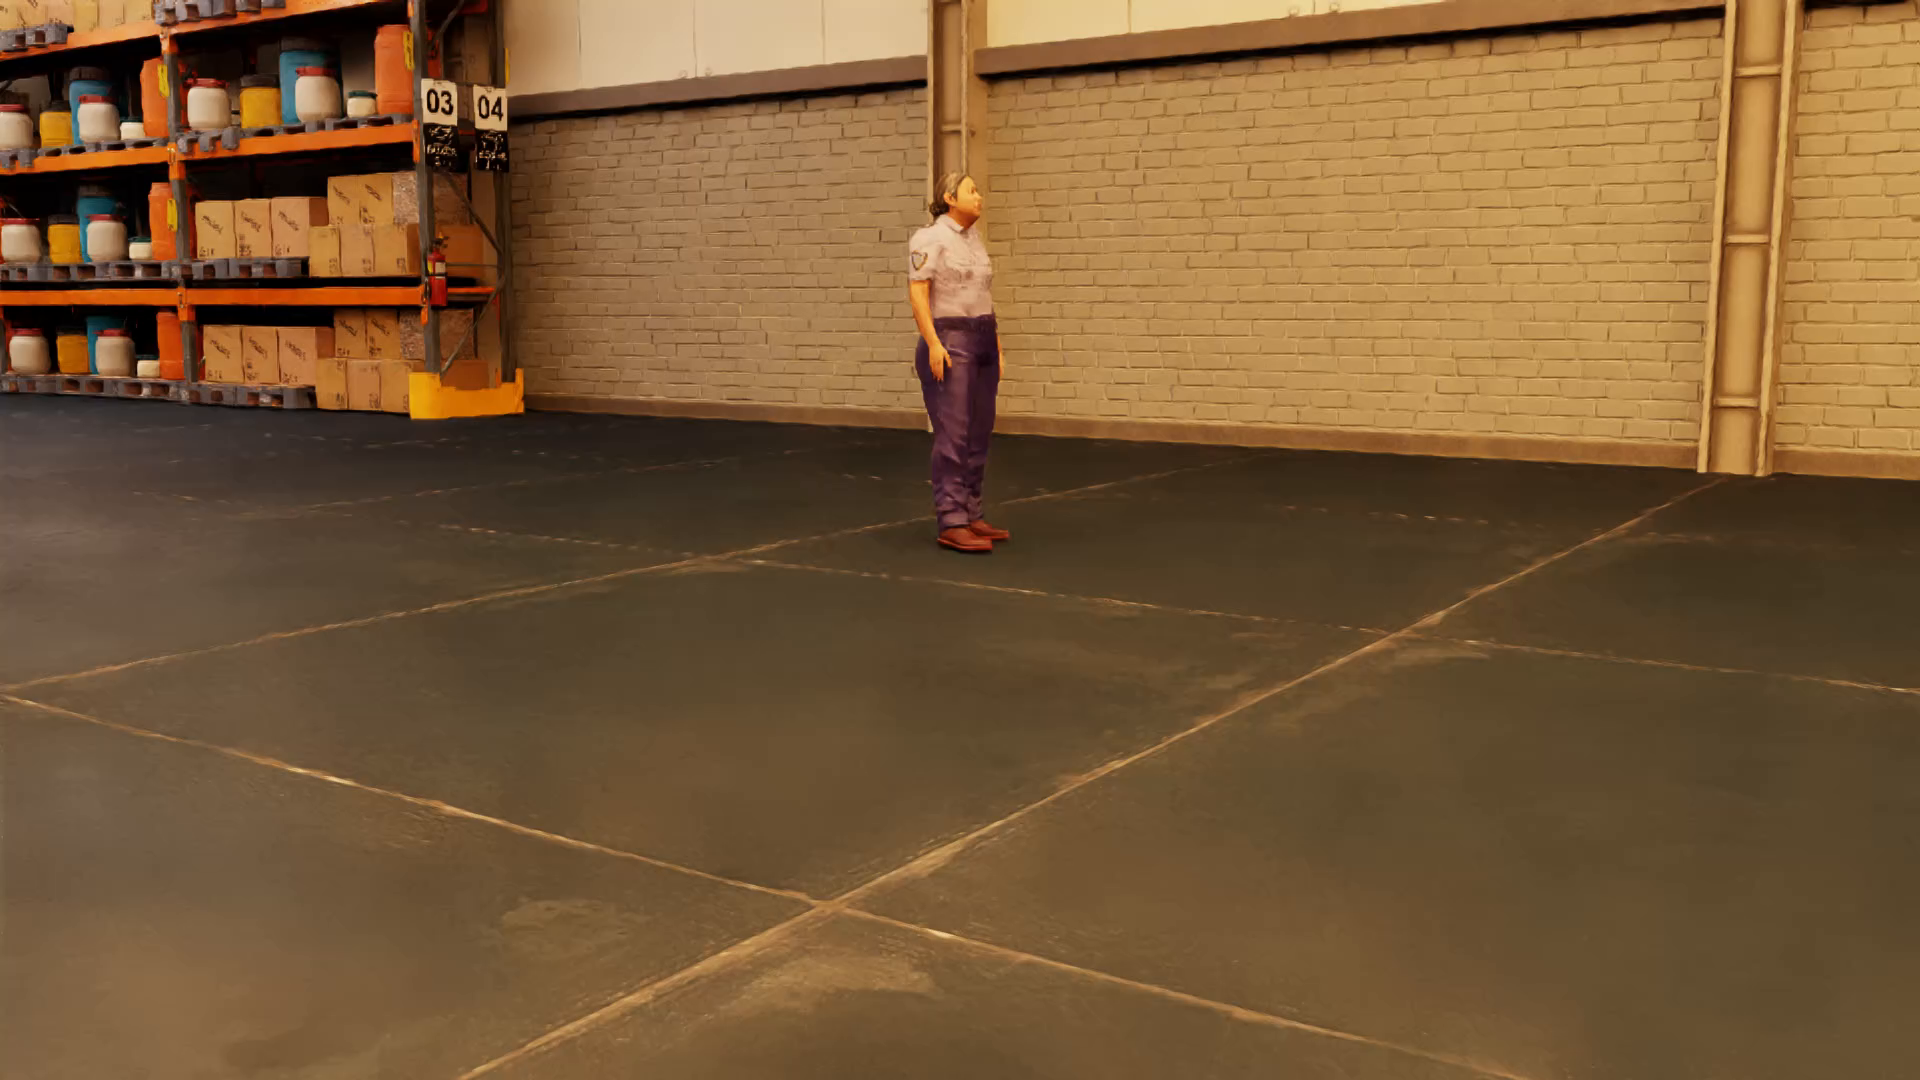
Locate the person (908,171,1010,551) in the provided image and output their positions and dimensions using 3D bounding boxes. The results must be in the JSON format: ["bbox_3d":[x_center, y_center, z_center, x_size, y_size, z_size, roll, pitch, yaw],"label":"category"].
[{"bbox_3d":[0.062,-0.813,7.418,0.502,1.650,0.599,5,10,34],"label":"person"}]
